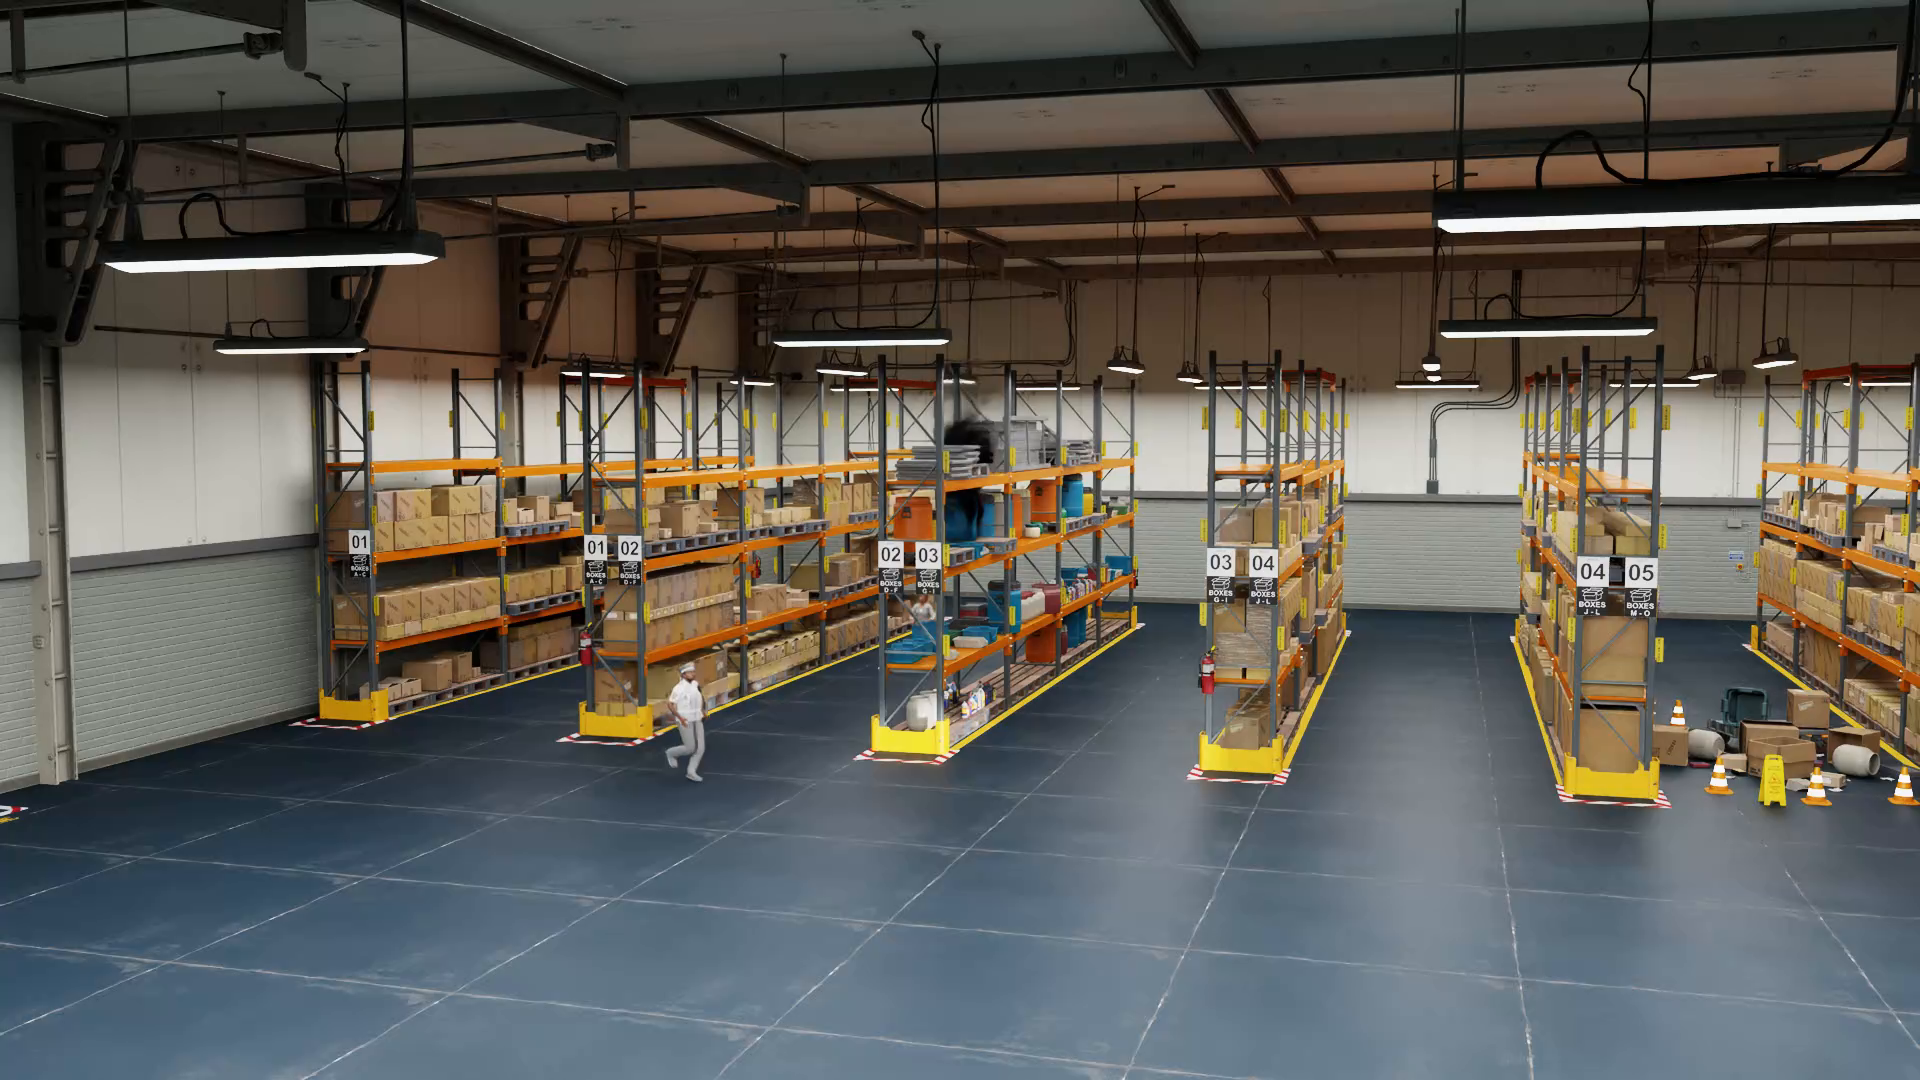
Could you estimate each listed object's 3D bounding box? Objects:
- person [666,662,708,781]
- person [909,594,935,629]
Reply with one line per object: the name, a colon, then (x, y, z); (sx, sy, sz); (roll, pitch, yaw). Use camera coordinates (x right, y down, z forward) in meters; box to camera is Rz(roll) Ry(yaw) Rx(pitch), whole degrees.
person: (-3.823, 2.523, 23.262); (0.591, 1.667, 0.586); (3, 5, 38)
person: (-0.767, 1.820, 33.636); (0.544, 1.556, 0.705); (1, 4, 8)
